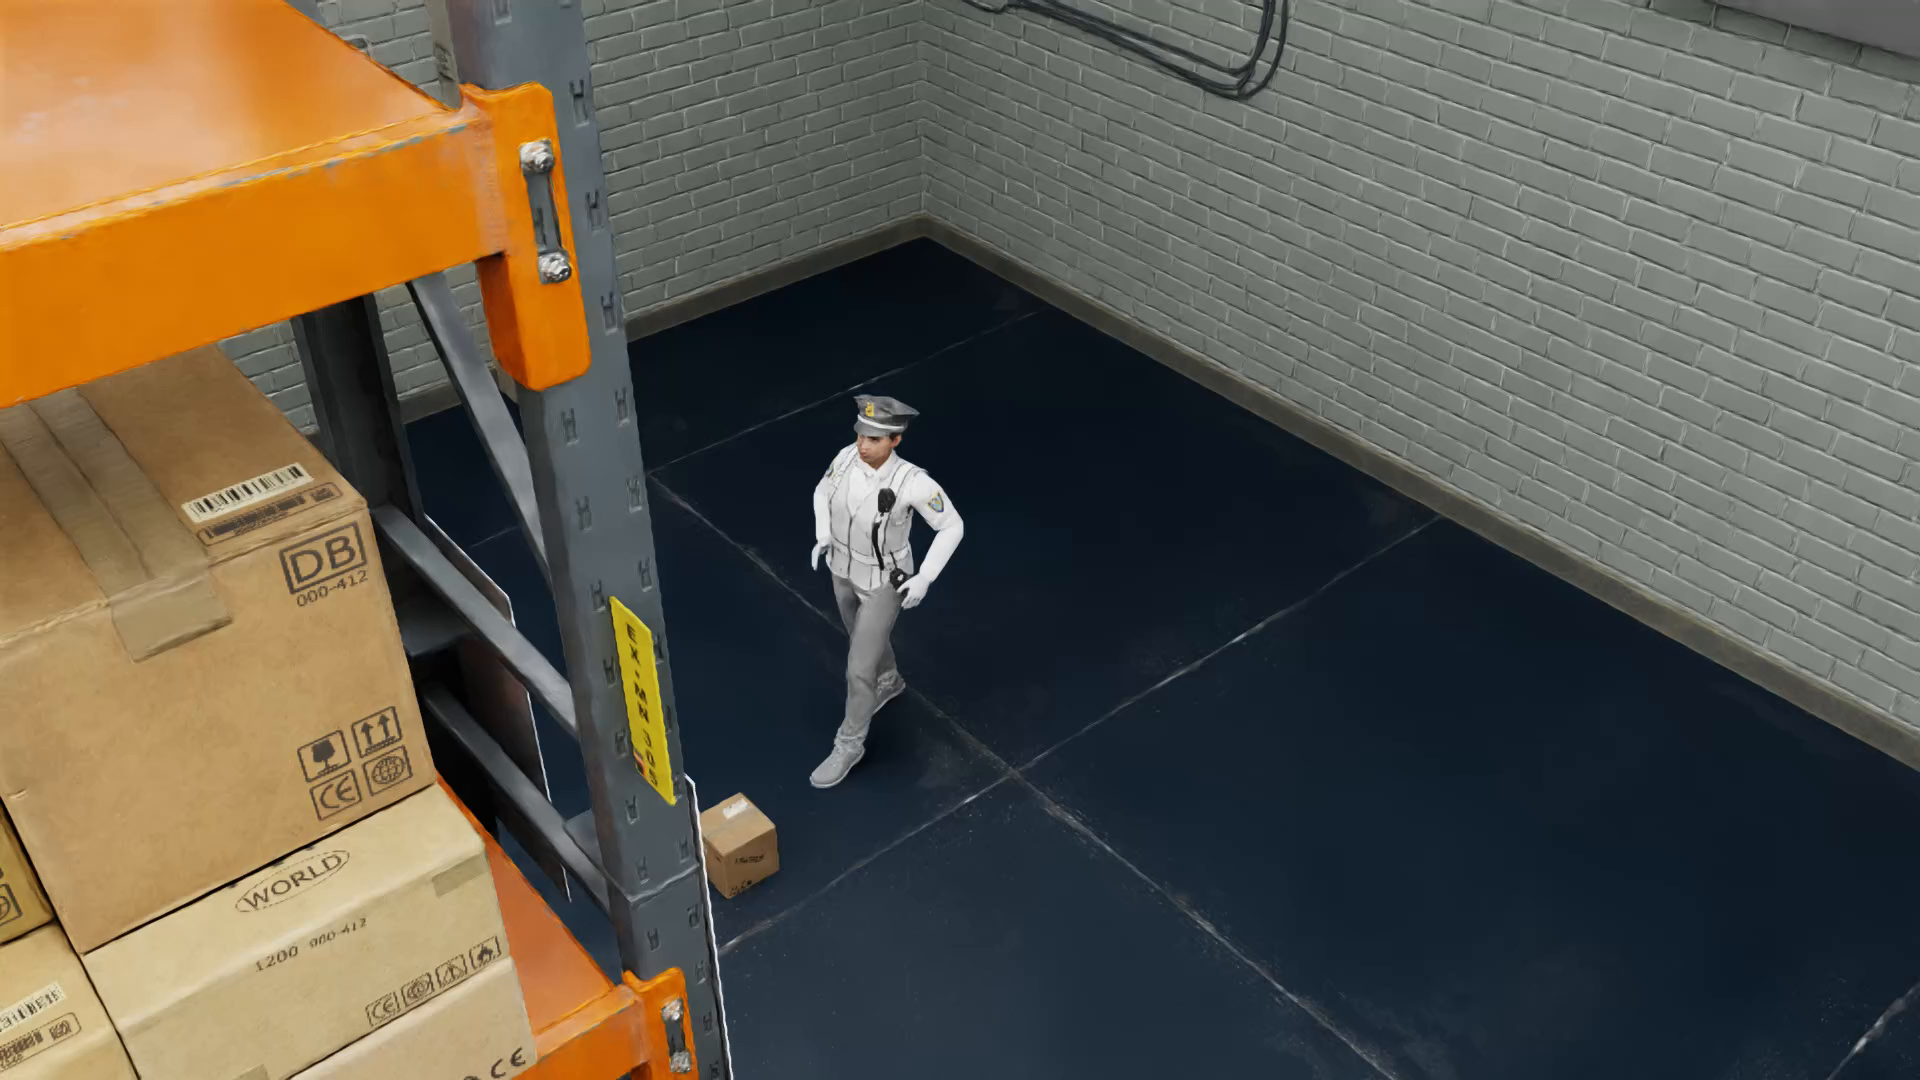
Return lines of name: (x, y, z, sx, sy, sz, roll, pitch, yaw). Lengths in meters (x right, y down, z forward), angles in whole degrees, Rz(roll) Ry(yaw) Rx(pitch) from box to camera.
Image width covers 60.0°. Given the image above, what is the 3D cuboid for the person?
person: (-0.417, 0.194, 6.774, 0.662, 1.691, 0.710, 25, 43, 30)
